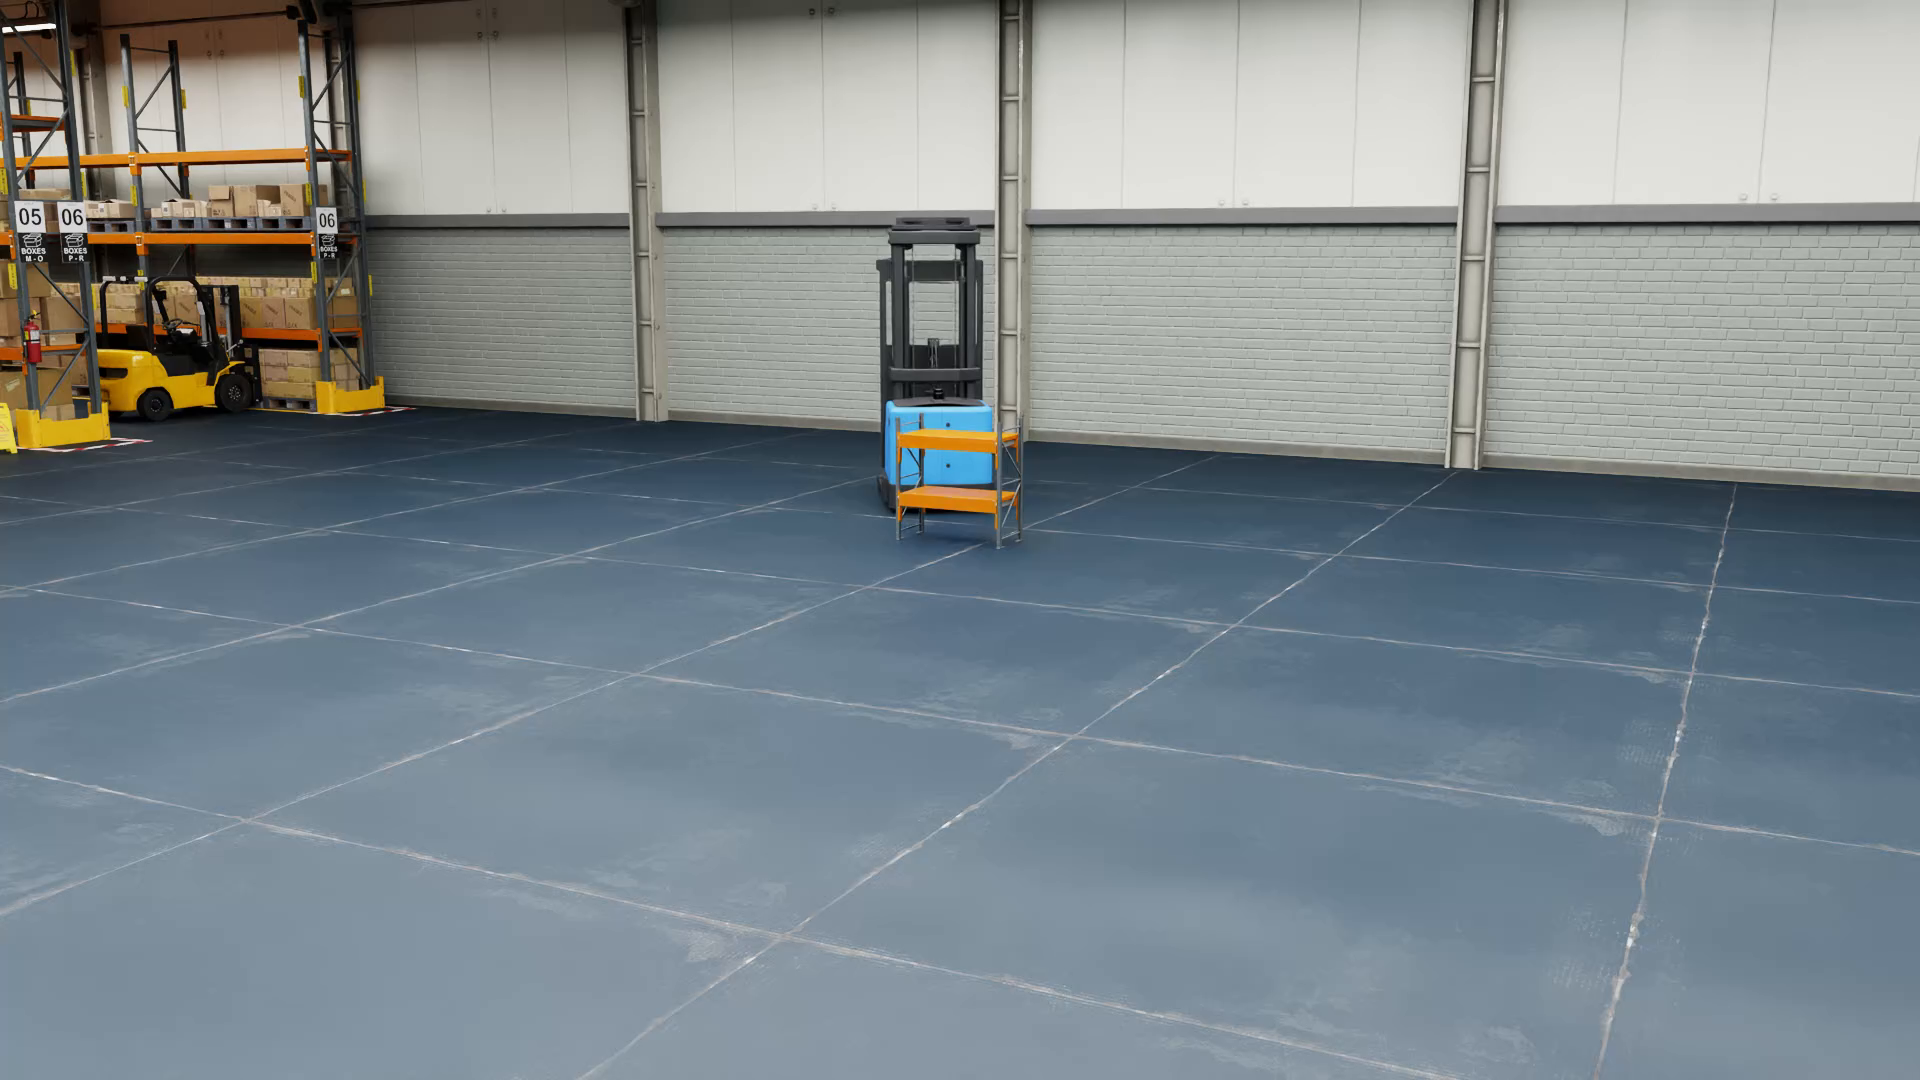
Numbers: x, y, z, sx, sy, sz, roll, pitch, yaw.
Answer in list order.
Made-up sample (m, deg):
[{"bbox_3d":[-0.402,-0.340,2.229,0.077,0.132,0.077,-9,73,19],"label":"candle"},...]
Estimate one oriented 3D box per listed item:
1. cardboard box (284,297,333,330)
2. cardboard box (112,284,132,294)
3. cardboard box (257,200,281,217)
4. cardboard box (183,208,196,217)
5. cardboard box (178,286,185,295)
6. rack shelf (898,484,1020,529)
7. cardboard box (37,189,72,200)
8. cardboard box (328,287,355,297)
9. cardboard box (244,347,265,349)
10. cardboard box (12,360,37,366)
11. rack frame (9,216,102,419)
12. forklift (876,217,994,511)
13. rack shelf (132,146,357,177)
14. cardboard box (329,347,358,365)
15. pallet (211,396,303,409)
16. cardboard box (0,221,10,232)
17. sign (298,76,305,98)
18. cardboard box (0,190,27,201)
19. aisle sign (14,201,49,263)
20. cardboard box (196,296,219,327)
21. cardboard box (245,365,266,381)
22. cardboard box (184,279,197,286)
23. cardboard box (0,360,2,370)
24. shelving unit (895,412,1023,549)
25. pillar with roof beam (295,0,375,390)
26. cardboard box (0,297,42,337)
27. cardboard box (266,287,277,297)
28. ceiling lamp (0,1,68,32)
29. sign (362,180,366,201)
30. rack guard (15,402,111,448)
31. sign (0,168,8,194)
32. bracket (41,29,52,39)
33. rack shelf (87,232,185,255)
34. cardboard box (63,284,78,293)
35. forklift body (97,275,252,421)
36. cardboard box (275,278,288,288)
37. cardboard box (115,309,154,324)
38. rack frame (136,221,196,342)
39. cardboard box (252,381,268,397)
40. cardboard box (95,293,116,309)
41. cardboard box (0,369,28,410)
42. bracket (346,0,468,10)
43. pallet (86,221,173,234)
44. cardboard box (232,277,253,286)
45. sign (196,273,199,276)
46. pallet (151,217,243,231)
[{"bbox_3d":[-10.389,-3.622,26.539,0.500,0.500,0.500,5,11,25],"label":"cardboard box"},{"bbox_3d":[-14.259,-4.296,28.442,0.250,0.149,0.380,5,11,26],"label":"cardboard box"},{"bbox_3d":[-10.937,-5.278,26.467,0.258,0.266,0.396,5,11,26],"label":"cardboard box"},{"bbox_3d":[-12.462,-5.355,27.217,0.250,0.149,0.380,5,12,28],"label":"cardboard box"},{"bbox_3d":[-12.771,-4.156,27.669,0.250,0.149,0.380,5,11,26],"label":"cardboard box"},{"bbox_3d":[-0.006,-0.313,15.177,1.000,0.278,0.538,5,11,26],"label":"rack shelf"},{"bbox_3d":[-15.551,-5.811,28.752,0.500,0.500,0.500,5,12,27],"label":"cardboard box"},{"bbox_3d":[-10.021,-4.012,26.875,0.250,0.149,0.380,5,11,24],"label":"cardboard box"},{"bbox_3d":[-11.751,-3.026,27.264,0.500,0.250,0.500,5,11,25],"label":"cardboard box"},{"bbox_3d":[-16.453,-3.193,29.939,0.625,0.625,0.875,5,12,28],"label":"cardboard box"},{"bbox_3d":[-12.025,-2.783,22.183,0.127,3.000,1.000,5,11,26],"label":"rack frame"},{"bbox_3d":[-0.325,-1.956,17.810,1.130,2.935,3.031,-1,10,-6],"label":"forklift"},{"bbox_3d":[-11.625,-6.135,27.001,4.000,0.370,1.077,5,11,26],"label":"rack shelf"},{"bbox_3d":[-10.179,-2.990,27.060,0.500,0.250,0.500,5,11,25],"label":"cardboard box"},{"bbox_3d":[-11.626,-2.354,27.642,1.213,0.211,1.003,5,11,26],"label":"pallet"},{"bbox_3d":[-12.468,-4.119,21.847,0.250,0.149,0.380,5,11,26],"label":"cardboard box"},{"bbox_3d":[-10.085,-6.941,25.468,0.005,0.325,0.100,5,11,26],"label":"sign"},{"bbox_3d":[-12.459,-4.507,21.754,0.250,0.149,0.380,5,11,26],"label":"cardboard box"},{"bbox_3d":[-12.097,-4.011,21.669,0.004,0.787,0.394,5,11,26],"label":"aisle sign"},{"bbox_3d":[-12.208,-3.785,27.442,0.500,0.500,0.500,5,11,25],"label":"cardboard box"},{"bbox_3d":[-11.324,-2.742,27.098,0.500,0.250,0.500,5,11,25],"label":"cardboard box"},{"bbox_3d":[-12.572,-4.272,27.473,0.250,0.149,0.380,5,12,27],"label":"cardboard box"},{"bbox_3d":[-13.217,-2.364,22.485,0.250,0.149,0.380,5,12,27],"label":"cardboard box"},{"bbox_3d":[-0.006,-0.554,15.133,1.048,1.125,0.538,5,11,26],"label":"shelving unit"},{"bbox_3d":[-11.962,-6.039,23.330,0.548,9.000,9.100,5,11,26],"label":"pillar with roof beam"},{"bbox_3d":[-12.633,-2.977,22.141,0.500,0.500,0.500,5,11,25],"label":"cardboard box"},{"bbox_3d":[-10.932,-3.994,26.772,0.250,0.149,0.380,5,11,25],"label":"cardboard box"},{"bbox_3d":[-14.267,-9.353,25.253,2.000,3.185,0.800,5,11,26],"label":"ceiling lamp"},{"bbox_3d":[-9.581,-5.609,26.700,0.005,0.325,0.100,5,11,26],"label":"sign"},{"bbox_3d":[-12.093,-1.559,22.439,0.348,0.500,1.175,5,11,26],"label":"rack guard"},{"bbox_3d":[-12.288,-4.607,21.356,0.005,0.325,0.100,5,11,26],"label":"sign"},{"bbox_3d":[-15.967,-8.947,29.288,0.430,0.232,0.235,5,11,26],"label":"bracket"},{"bbox_3d":[-15.213,-5.171,28.974,4.000,0.370,1.077,5,11,26],"label":"rack shelf"},{"bbox_3d":[-15.255,-4.355,28.770,0.250,0.149,0.380,5,11,24],"label":"cardboard box"},{"bbox_3d":[-12.340,-3.016,25.856,1.214,2.155,2.313,5,11,26],"label":"forklift body"},{"bbox_3d":[-10.728,-4.116,26.612,0.250,0.149,0.380,5,12,27],"label":"cardboard box"},{"bbox_3d":[-13.987,-3.815,28.308,0.500,0.250,0.500,5,12,27],"label":"cardboard box"},{"bbox_3d":[-13.419,-3.891,28.306,0.127,3.000,1.000,5,11,26],"label":"rack frame"},{"bbox_3d":[-11.279,-2.498,27.149,0.500,0.250,0.500,5,11,26],"label":"cardboard box"},{"bbox_3d":[-14.437,-4.100,28.481,0.500,0.250,0.500,5,11,24],"label":"cardboard box"},{"bbox_3d":[-12.859,-2.027,22.442,0.500,0.500,0.500,5,11,26],"label":"cardboard box"},{"bbox_3d":[-7.517,-8.204,25.185,4.783,0.066,0.076,5,11,26],"label":"bracket"},{"bbox_3d":[-14.216,-5.340,28.429,1.217,0.209,0.805,5,11,24],"label":"pallet"},{"bbox_3d":[-11.624,-4.205,27.104,0.250,0.149,0.380,5,11,27],"label":"cardboard box"},{"bbox_3d":[-13.175,-4.445,28.713,0.005,0.325,0.100,5,11,26],"label":"sign"},{"bbox_3d":[-12.643,-5.260,27.699,1.213,0.211,1.003,5,11,26],"label":"pallet"}]
